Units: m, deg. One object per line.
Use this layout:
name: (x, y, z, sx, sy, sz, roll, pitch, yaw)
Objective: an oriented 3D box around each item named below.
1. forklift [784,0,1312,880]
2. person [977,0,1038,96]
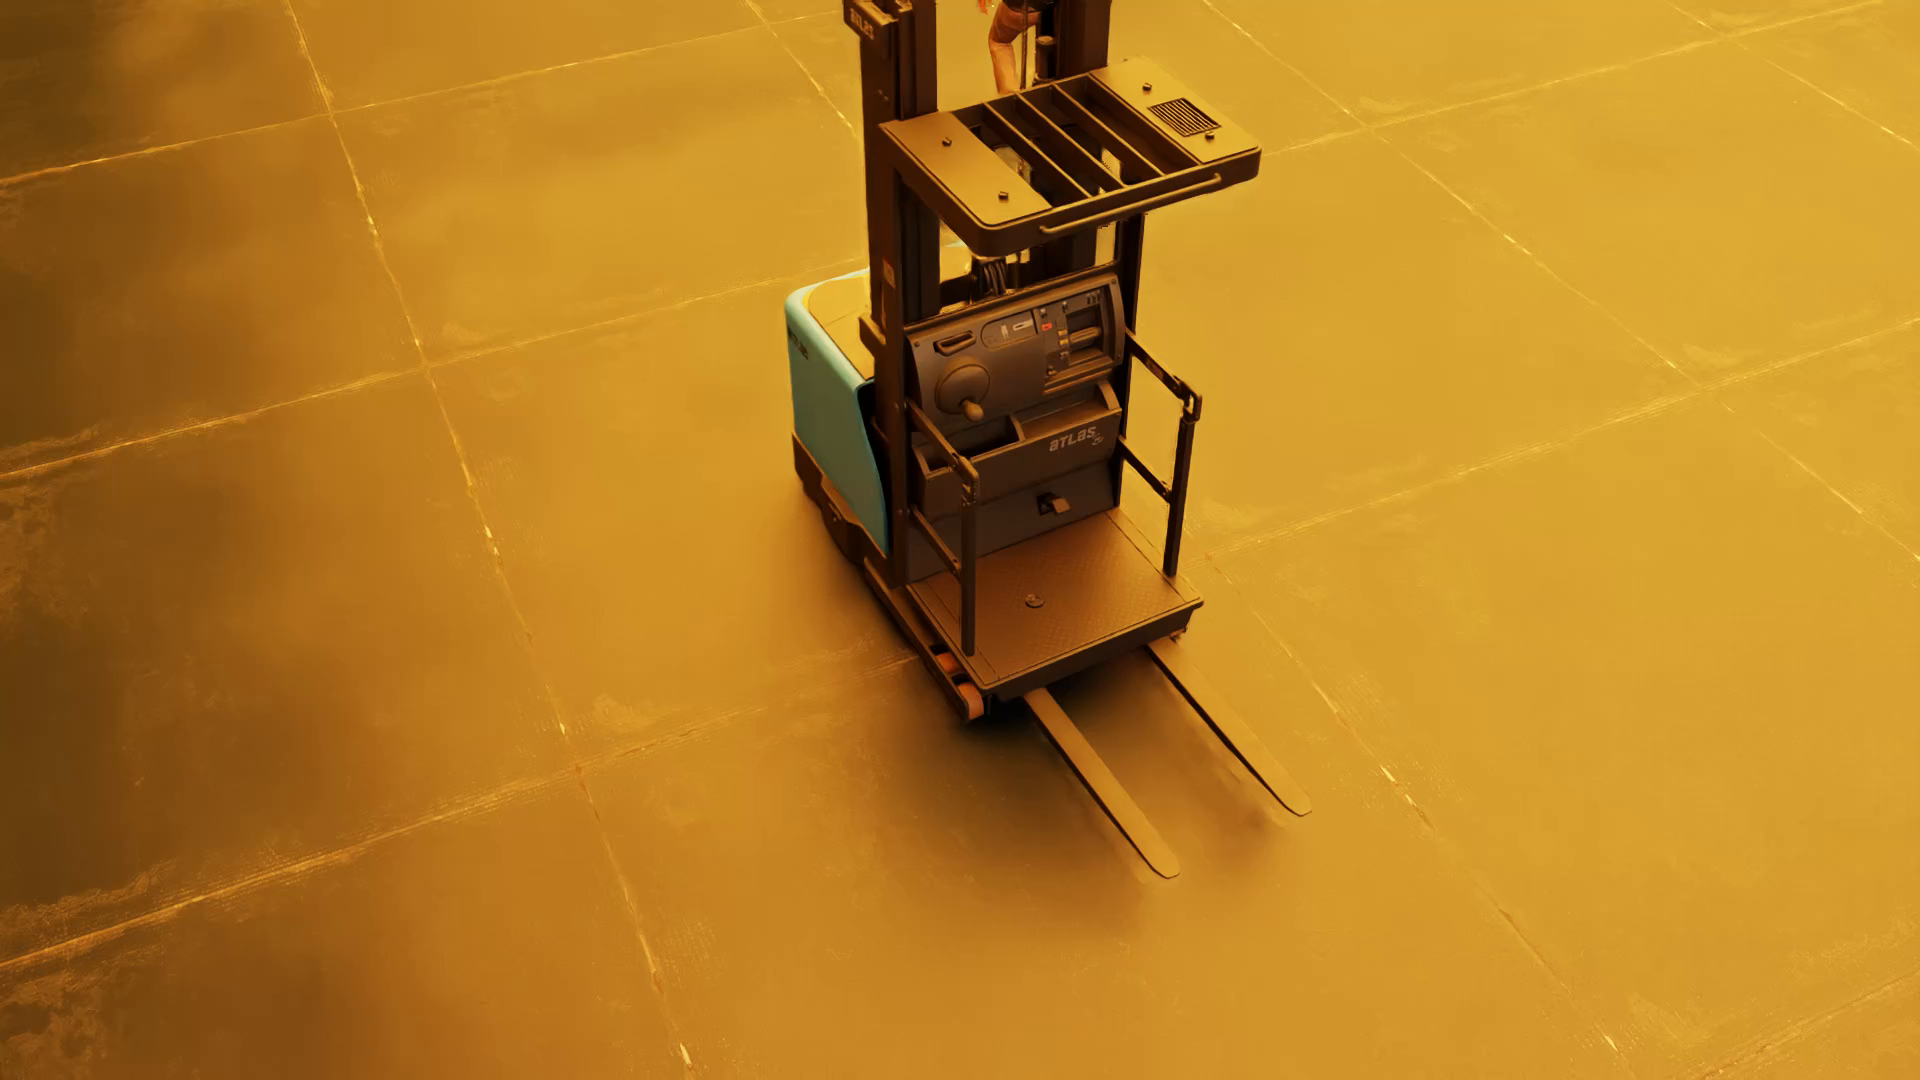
forklift: (0.339, -0.669, 6.397, 1.130, 2.935, 3.031, -20, 47, -20)
person: (0.444, -3.286, 10.102, 0.681, 1.702, 0.460, -4, 43, -4)
